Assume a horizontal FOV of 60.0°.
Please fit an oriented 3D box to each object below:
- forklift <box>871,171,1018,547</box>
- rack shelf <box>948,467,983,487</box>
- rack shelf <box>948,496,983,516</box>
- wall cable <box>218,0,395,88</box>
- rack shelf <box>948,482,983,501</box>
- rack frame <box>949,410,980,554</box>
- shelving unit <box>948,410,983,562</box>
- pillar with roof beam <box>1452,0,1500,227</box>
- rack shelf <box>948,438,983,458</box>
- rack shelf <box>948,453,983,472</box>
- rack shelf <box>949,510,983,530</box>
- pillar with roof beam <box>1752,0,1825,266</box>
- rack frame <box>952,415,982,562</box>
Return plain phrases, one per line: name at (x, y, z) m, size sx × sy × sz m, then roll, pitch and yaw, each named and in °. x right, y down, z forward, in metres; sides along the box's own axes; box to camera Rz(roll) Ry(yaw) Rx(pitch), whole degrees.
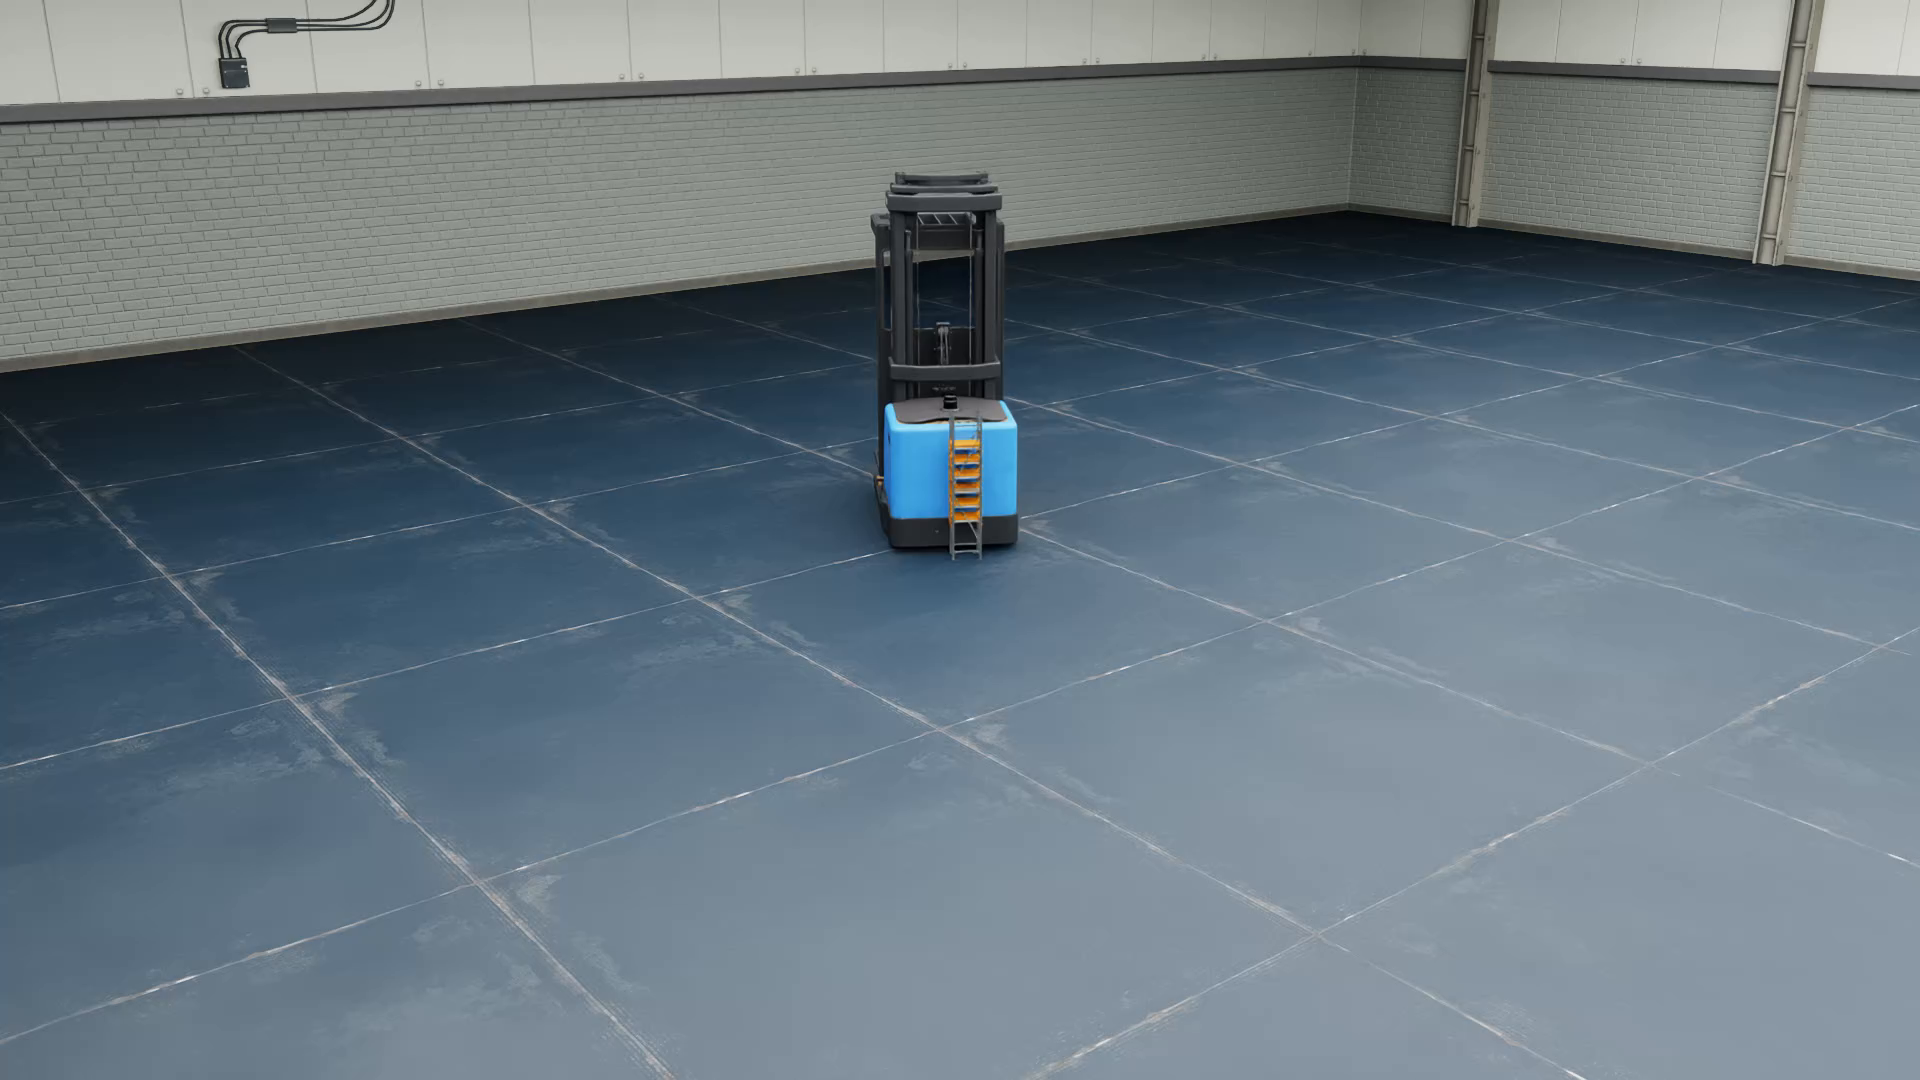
forklift at (-0.195, -1.752, 14.492) m, size 1.130 × 2.935 × 3.031 m, roll -2°, pitch 18°, yaw -6°
rack shelf at (0.045, -0.501, 13.226) m, size 0.258 × 0.103 × 0.180 m, roll -2°, pitch 18°, yaw -6°
rack shelf at (0.045, -0.273, 13.301) m, size 0.258 × 0.103 × 0.180 m, roll -2°, pitch 18°, yaw -6°
wall cable at (-8.225, -8.681, 20.354) m, size 2.305 × 6.003 × 0.169 m, roll -14°, pitch 23°, yaw -36°
rack shelf at (0.045, -0.387, 13.263) m, size 0.258 × 0.103 × 0.180 m, roll -2°, pitch 18°, yaw -6°
rack frame at (0.036, -0.458, 13.336) m, size 0.240 × 1.200 × 0.006 m, roll -2°, pitch 18°, yaw -6°
shelving unit at (0.045, -0.429, 13.249) m, size 0.258 × 1.200 × 0.189 m, roll -2°, pitch 18°, yaw -6°
pillar with roof beam at (6.433, -9.542, 28.363) m, size 9.100 × 9.000 × 0.400 m, roll -14°, pitch 23°, yaw -36°
rack shelf at (0.045, -0.729, 13.150) m, size 0.258 × 0.103 × 0.180 m, roll -2°, pitch 18°, yaw -6°
rack shelf at (0.045, -0.615, 13.188) m, size 0.258 × 0.103 × 0.180 m, roll -2°, pitch 18°, yaw -6°
rack shelf at (0.045, -0.159, 13.339) m, size 0.258 × 0.103 × 0.180 m, roll -2°, pitch 18°, yaw -6°
pillar with roof beam at (10.159, -8.063, 23.898) m, size 9.100 × 9.000 × 0.400 m, roll -14°, pitch 23°, yaw -36°
rack frame at (0.055, -0.400, 13.163) m, size 0.240 × 1.200 × 0.006 m, roll -2°, pitch 18°, yaw -6°
